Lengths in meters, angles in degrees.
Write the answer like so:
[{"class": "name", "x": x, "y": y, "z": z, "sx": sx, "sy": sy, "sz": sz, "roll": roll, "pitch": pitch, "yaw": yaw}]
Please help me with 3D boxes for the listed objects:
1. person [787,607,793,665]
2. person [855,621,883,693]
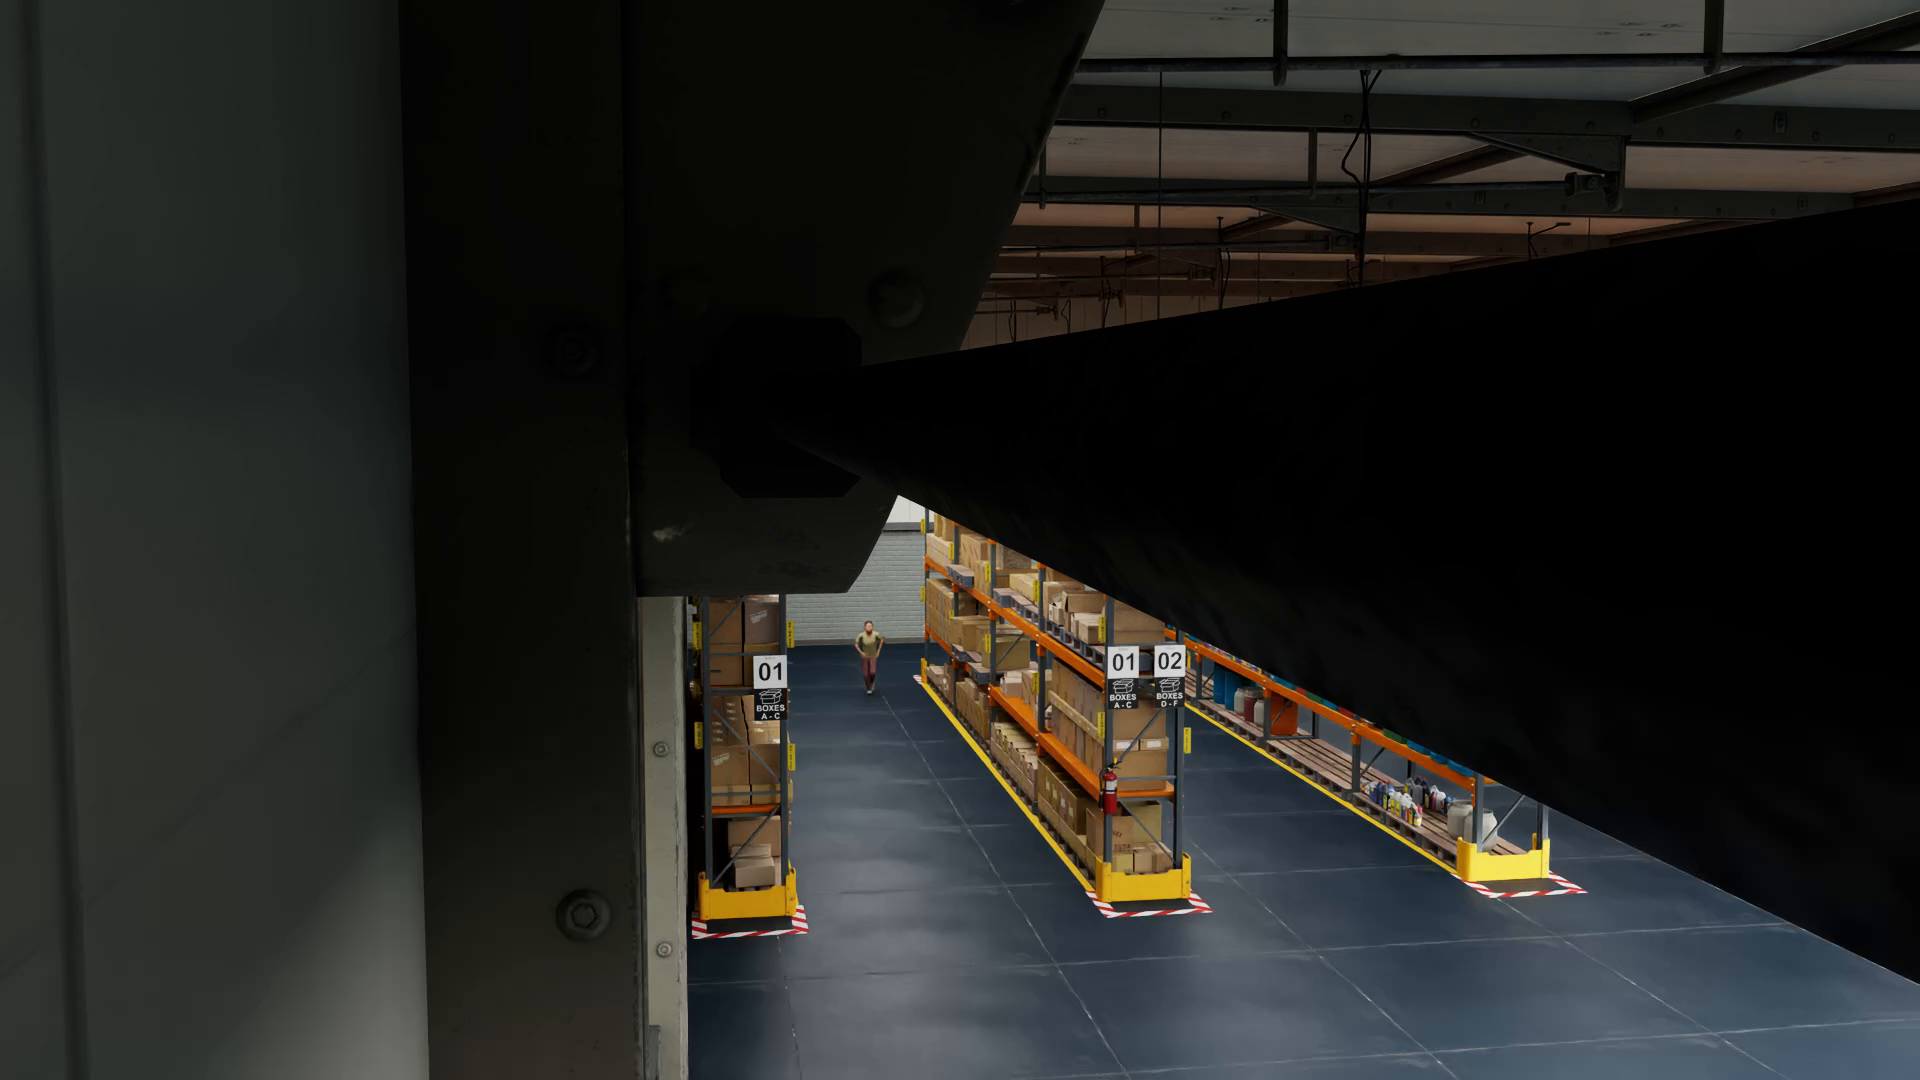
[{"class": "person", "x": -4.236, "y": 2.087, "z": 38.947, "sx": 0.861, "sy": 1.614, "sz": 0.446, "roll": 2, "pitch": 6, "yaw": 26}, {"class": "person", "x": -1.906, "y": 2.467, "z": 34.986, "sx": 0.586, "sy": 1.584, "sz": 0.685, "roll": 0, "pitch": 5, "yaw": 0}]
